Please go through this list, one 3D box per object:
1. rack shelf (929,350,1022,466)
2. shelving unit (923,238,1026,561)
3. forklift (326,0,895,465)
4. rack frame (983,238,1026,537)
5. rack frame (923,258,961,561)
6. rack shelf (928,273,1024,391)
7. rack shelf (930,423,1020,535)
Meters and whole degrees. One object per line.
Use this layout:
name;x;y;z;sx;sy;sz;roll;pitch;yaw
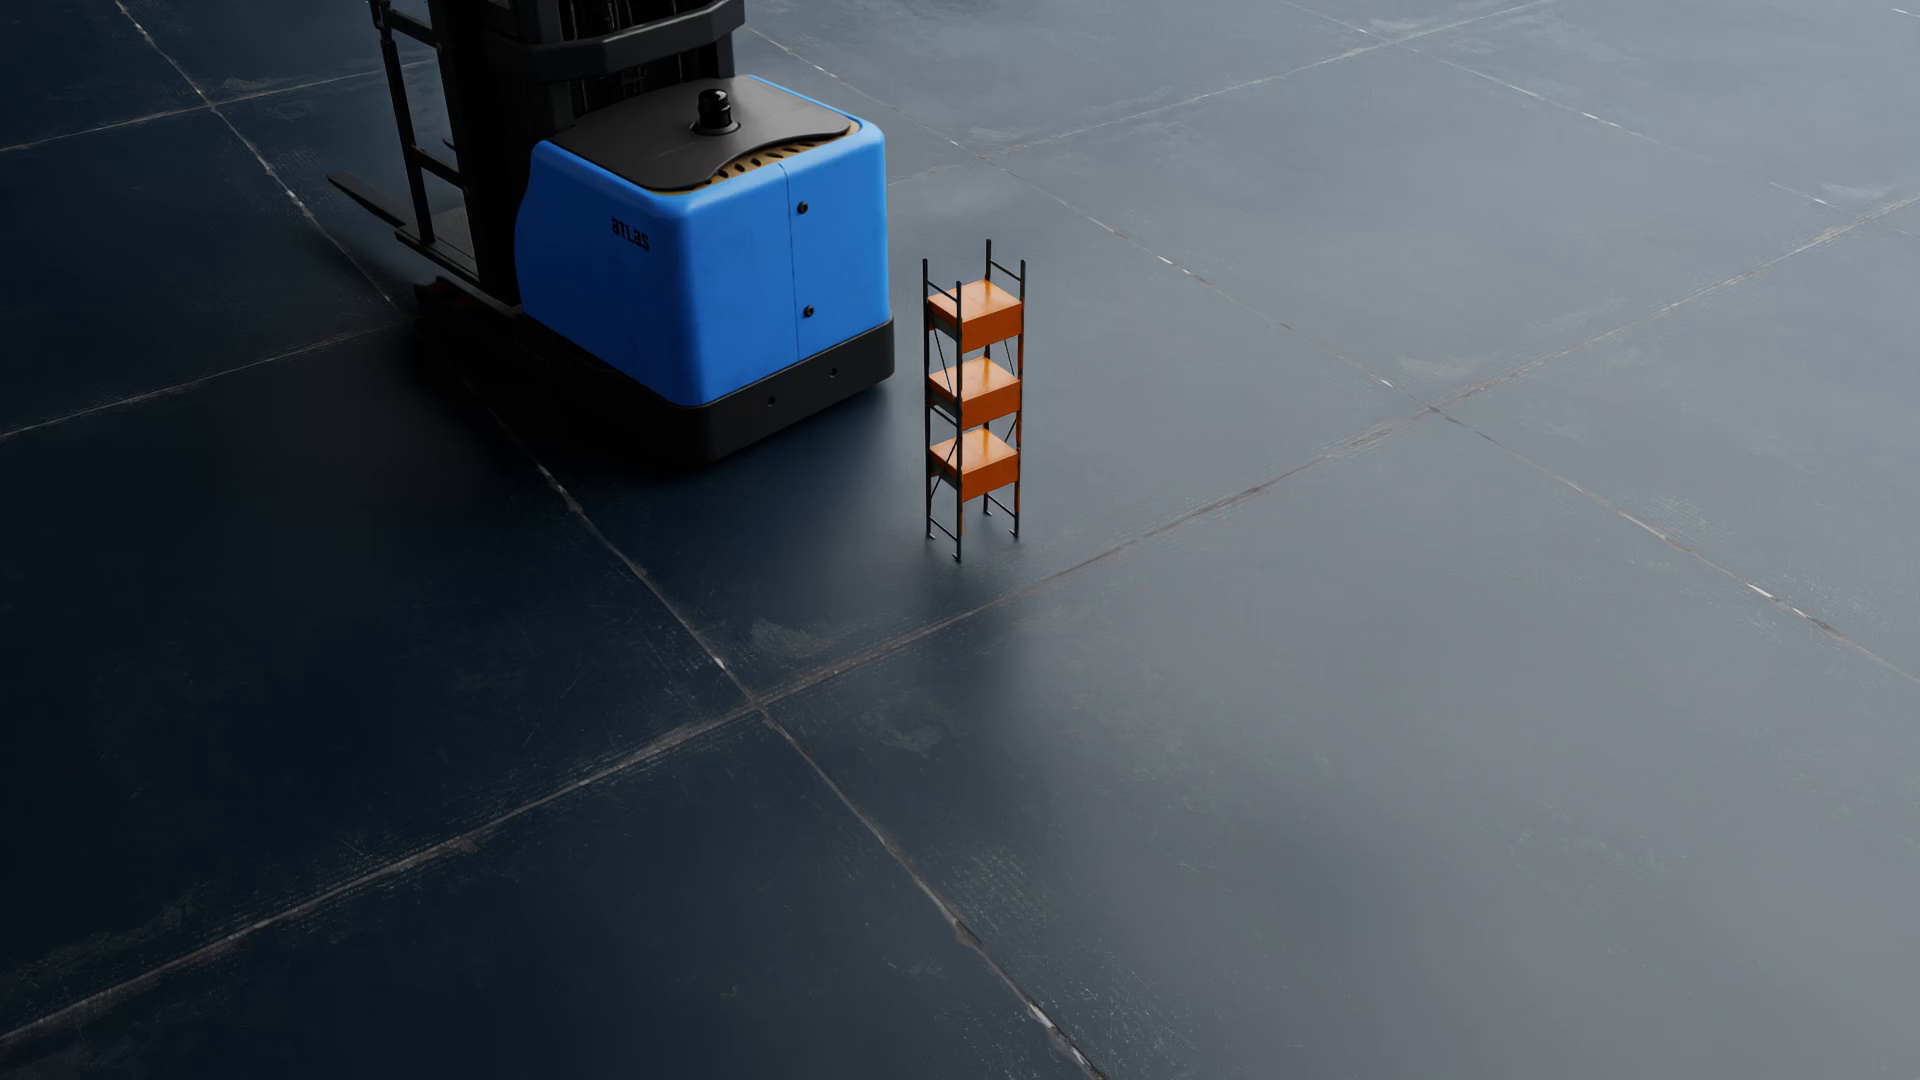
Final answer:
rack shelf;0.044;-0.436;5.475;0.240;0.259;0.215;-22;41;-28
shelving unit;0.044;-0.444;5.468;0.252;1.050;0.215;-22;41;-28
forklift;-1.649;-2.219;6.326;1.130;2.935;3.031;-30;45;-35
rack frame;0.143;-0.485;5.526;0.008;1.050;0.200;-22;41;-28
rack frame;-0.056;-0.403;5.411;0.008;1.050;0.200;-22;41;-28
rack shelf;0.044;-0.666;5.309;0.240;0.259;0.215;-22;41;-28
rack shelf;0.044;-0.210;5.637;0.240;0.259;0.215;-22;41;-28
